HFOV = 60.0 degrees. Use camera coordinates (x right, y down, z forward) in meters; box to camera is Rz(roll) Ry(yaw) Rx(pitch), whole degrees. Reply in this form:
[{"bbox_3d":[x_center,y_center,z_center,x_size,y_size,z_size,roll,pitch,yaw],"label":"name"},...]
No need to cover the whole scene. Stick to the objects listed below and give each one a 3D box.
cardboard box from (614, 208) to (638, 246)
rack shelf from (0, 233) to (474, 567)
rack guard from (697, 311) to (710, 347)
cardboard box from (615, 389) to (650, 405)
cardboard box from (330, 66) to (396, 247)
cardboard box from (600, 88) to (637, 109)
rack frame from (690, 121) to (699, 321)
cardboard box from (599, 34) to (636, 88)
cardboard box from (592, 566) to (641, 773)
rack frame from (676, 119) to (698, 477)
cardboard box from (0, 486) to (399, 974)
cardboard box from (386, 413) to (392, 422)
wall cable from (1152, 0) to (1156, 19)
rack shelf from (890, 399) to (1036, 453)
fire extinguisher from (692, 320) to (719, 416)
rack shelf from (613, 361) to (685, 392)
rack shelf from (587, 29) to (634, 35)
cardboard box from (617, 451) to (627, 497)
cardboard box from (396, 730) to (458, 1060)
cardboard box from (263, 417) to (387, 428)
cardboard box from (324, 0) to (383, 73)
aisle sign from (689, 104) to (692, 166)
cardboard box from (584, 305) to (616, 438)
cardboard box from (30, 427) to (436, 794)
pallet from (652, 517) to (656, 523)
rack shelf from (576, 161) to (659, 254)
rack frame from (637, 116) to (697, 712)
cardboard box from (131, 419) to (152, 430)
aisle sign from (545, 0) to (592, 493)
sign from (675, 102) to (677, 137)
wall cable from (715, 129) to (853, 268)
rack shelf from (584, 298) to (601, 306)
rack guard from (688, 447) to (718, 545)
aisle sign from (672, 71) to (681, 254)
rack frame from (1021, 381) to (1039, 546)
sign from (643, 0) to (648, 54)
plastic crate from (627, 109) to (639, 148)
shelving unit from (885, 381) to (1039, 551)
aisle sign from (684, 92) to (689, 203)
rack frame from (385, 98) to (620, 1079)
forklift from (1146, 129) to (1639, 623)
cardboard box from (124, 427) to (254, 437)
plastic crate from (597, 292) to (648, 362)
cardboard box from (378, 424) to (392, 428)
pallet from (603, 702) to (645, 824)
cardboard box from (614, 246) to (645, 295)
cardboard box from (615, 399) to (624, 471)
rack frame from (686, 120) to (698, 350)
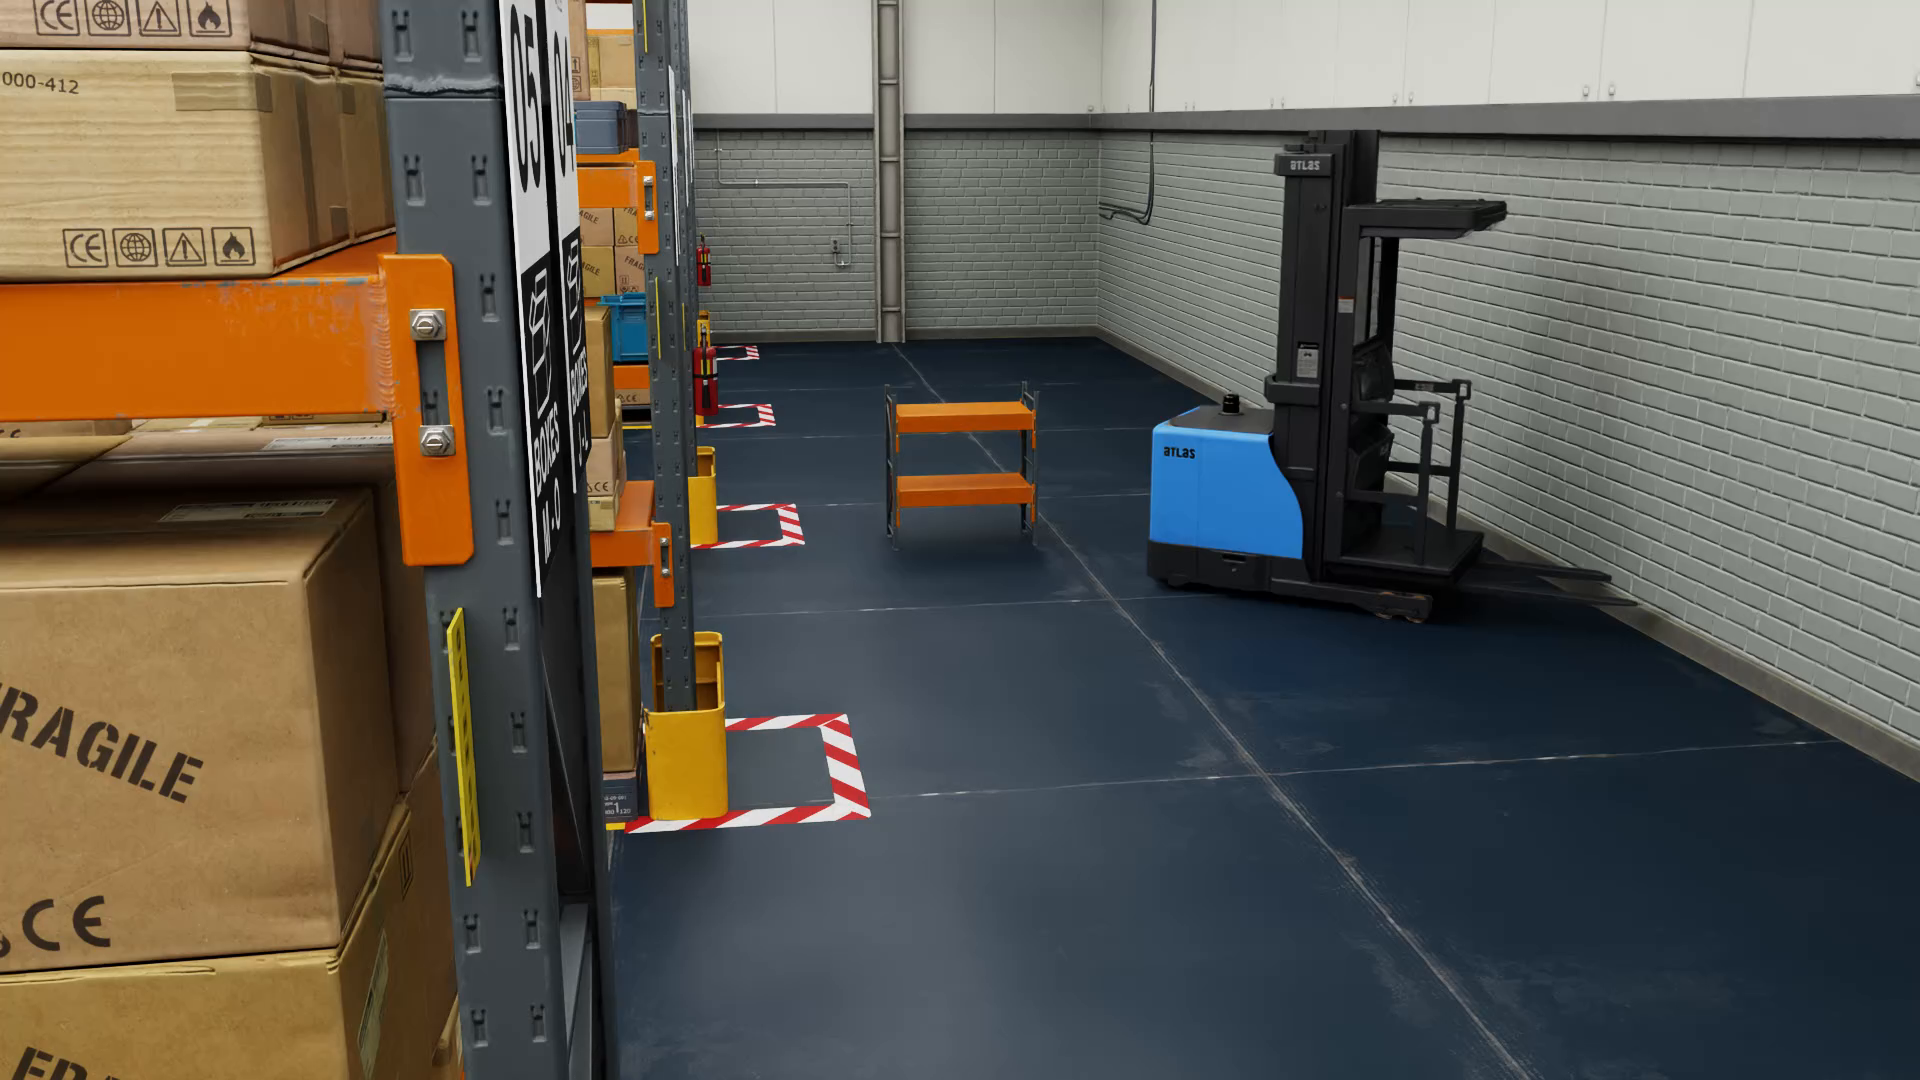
[{"bbox_3d":[-3.175,-3.198,16.548,0.500,0.500,0.500,-2,14,-9],"label":"cardboard box"},{"bbox_3d":[-2.642,-0.201,2.170,4.000,0.370,1.077,-2,14,-8],"label":"rack shelf"},{"bbox_3d":[-3.494,-2.727,22.068,0.348,0.500,1.175,-2,14,-8],"label":"rack guard"},{"bbox_3d":[-3.277,-1.669,16.946,0.500,0.500,0.500,-2,14,-8],"label":"cardboard box"},{"bbox_3d":[-1.147,-0.595,2.570,0.500,0.250,0.500,-2,14,-6],"label":"cardboard box"},{"bbox_3d":[-3.246,-4.292,16.284,0.500,0.250,0.500,-2,14,-8],"label":"cardboard box"},{"bbox_3d":[-3.518,-3.939,21.761,0.127,3.000,1.000,-2,14,-8],"label":"rack frame"},{"bbox_3d":[-3.281,-4.713,16.421,0.500,0.500,0.700,-2,14,-8],"label":"cardboard box"},{"bbox_3d":[-1.925,0.505,7.546,0.875,0.875,0.875,-2,14,-8],"label":"cardboard box"},{"bbox_3d":[-2.042,-1.556,12.258,0.127,3.000,1.000,-2,14,-8],"label":"rack frame"},{"bbox_3d":[-1.080,0.231,2.261,0.500,0.500,0.500,-2,14,-9],"label":"cardboard box"},{"bbox_3d":[-2.313,-0.829,7.516,0.500,0.500,0.500,-2,14,-10],"label":"cardboard box"},{"bbox_3d":[2.532,-7.260,18.674,0.112,2.526,3.097,-2,14,-8],"label":"wall cable"},{"bbox_3d":[0.007,-0.830,12.015,1.000,0.278,0.538,-2,14,-8],"label":"rack shelf"},{"bbox_3d":[-1.825,-1.233,11.899,0.183,0.674,0.296,-2,14,-8],"label":"fire extinguisher"},{"bbox_3d":[-4.019,-1.134,12.057,4.000,0.370,1.077,-2,14,-8],"label":"rack shelf"},{"bbox_3d":[-5.495,-6.233,20.878,4.000,0.370,1.077,-2,14,-8],"label":"rack shelf"},{"bbox_3d":[-1.704,-0.309,7.804,0.250,0.149,0.380,-2,14,-8],"label":"cardboard box"},{"bbox_3d":[-1.150,0.590,2.888,0.500,0.500,0.500,-1,14,-6],"label":"cardboard box"},{"bbox_3d":[-2.829,-0.446,7.529,0.500,0.250,0.500,-3,14,-10],"label":"cardboard box"},{"bbox_3d":[-1.147,-0.838,2.513,0.500,0.250,0.500,-2,14,-7],"label":"cardboard box"},{"bbox_3d":[-2.752,-4.081,16.985,0.004,0.787,0.394,-2,14,-8],"label":"aisle sign"},{"bbox_3d":[-1.746,-0.719,7.076,0.500,0.500,0.500,-2,14,-8],"label":"cardboard box"},{"bbox_3d":[-1.148,0.107,2.756,0.500,0.500,0.500,-2,14,-9],"label":"cardboard box"},{"bbox_3d":[-2.863,-0.183,12.516,1.213,0.211,1.003,-2,14,-8],"label":"pallet"},{"bbox_3d":[-3.281,-1.398,6.941,4.000,0.370,1.077,-2,14,-8],"label":"rack shelf"},{"bbox_3d":[-1.304,-0.364,7.508,0.127,3.000,1.000,-2,14,-8],"label":"rack frame"},{"bbox_3d":[-3.846,-0.408,7.378,0.500,0.250,0.500,-2,14,-7],"label":"cardboard box"},{"bbox_3d":[-0.637,-0.503,2.718,0.004,0.787,0.394,-2,14,-8],"label":"aisle sign"},{"bbox_3d":[-1.944,-2.828,11.381,0.005,0.325,0.100,-2,14,-8],"label":"sign"},{"bbox_3d":[-2.392,-4.705,22.729,1.851,1.984,0.084,-2,14,-8],"label":"wall cable"},{"bbox_3d":[-4.754,-2.326,16.808,4.000,0.370,1.077,-2,14,-8],"label":"rack shelf"},{"bbox_3d":[-2.020,-0.347,12.578,0.348,0.500,1.175,-2,14,-8],"label":"rack guard"},{"bbox_3d":[-1.277,-1.700,7.490,0.004,0.787,0.394,-2,14,-8],"label":"aisle sign"},{"bbox_3d":[0.509,-0.564,12.159,0.032,1.125,0.500,-2,14,-8],"label":"rack frame"},{"bbox_3d":[-1.237,-2.079,6.522,0.005,0.325,0.100,-2,14,-8],"label":"sign"},{"bbox_3d":[-2.464,-3.000,12.121,0.590,0.269,0.497,-2,14,-8],"label":"plastic crate"},{"bbox_3d":[0.007,-0.546,12.086,1.048,1.125,0.538,-2,14,-8],"label":"shelving unit"},{"bbox_3d":[-2.015,-2.891,12.237,0.004,0.787,0.394,-2,14,-8],"label":"aisle sign"},{"bbox_3d":[-0.665,0.832,2.736,0.127,3.000,1.000,-2,14,-8],"label":"rack frame"},{"bbox_3d":[2.787,-1.062,10.430,3.031,2.935,1.130,7,16,26],"label":"forklift"},{"bbox_3d":[-3.263,-0.298,6.940,0.500,0.250,0.500,-2,14,-8],"label":"cardboard box"},{"bbox_3d":[-2.345,-1.545,12.019,0.499,0.435,0.616,-2,14,-8],"label":"plastic crate"},{"bbox_3d":[-2.245,-0.336,7.093,0.500,0.250,0.500,-2,14,-9],"label":"cardboard box"},{"bbox_3d":[-2.083,1.036,7.656,1.213,0.211,1.003,-2,14,-8],"label":"pallet"},{"bbox_3d":[-3.178,-2.714,16.672,0.500,0.500,0.500,-2,14,-7],"label":"cardboard box"},{"bbox_3d":[-1.819,-0.483,7.679,0.500,0.250,0.500,-2,14,-10],"label":"cardboard box"},{"bbox_3d":[-2.776,-2.747,17.010,0.127,3.000,1.000,-2,14,-8],"label":"rack frame"}]
